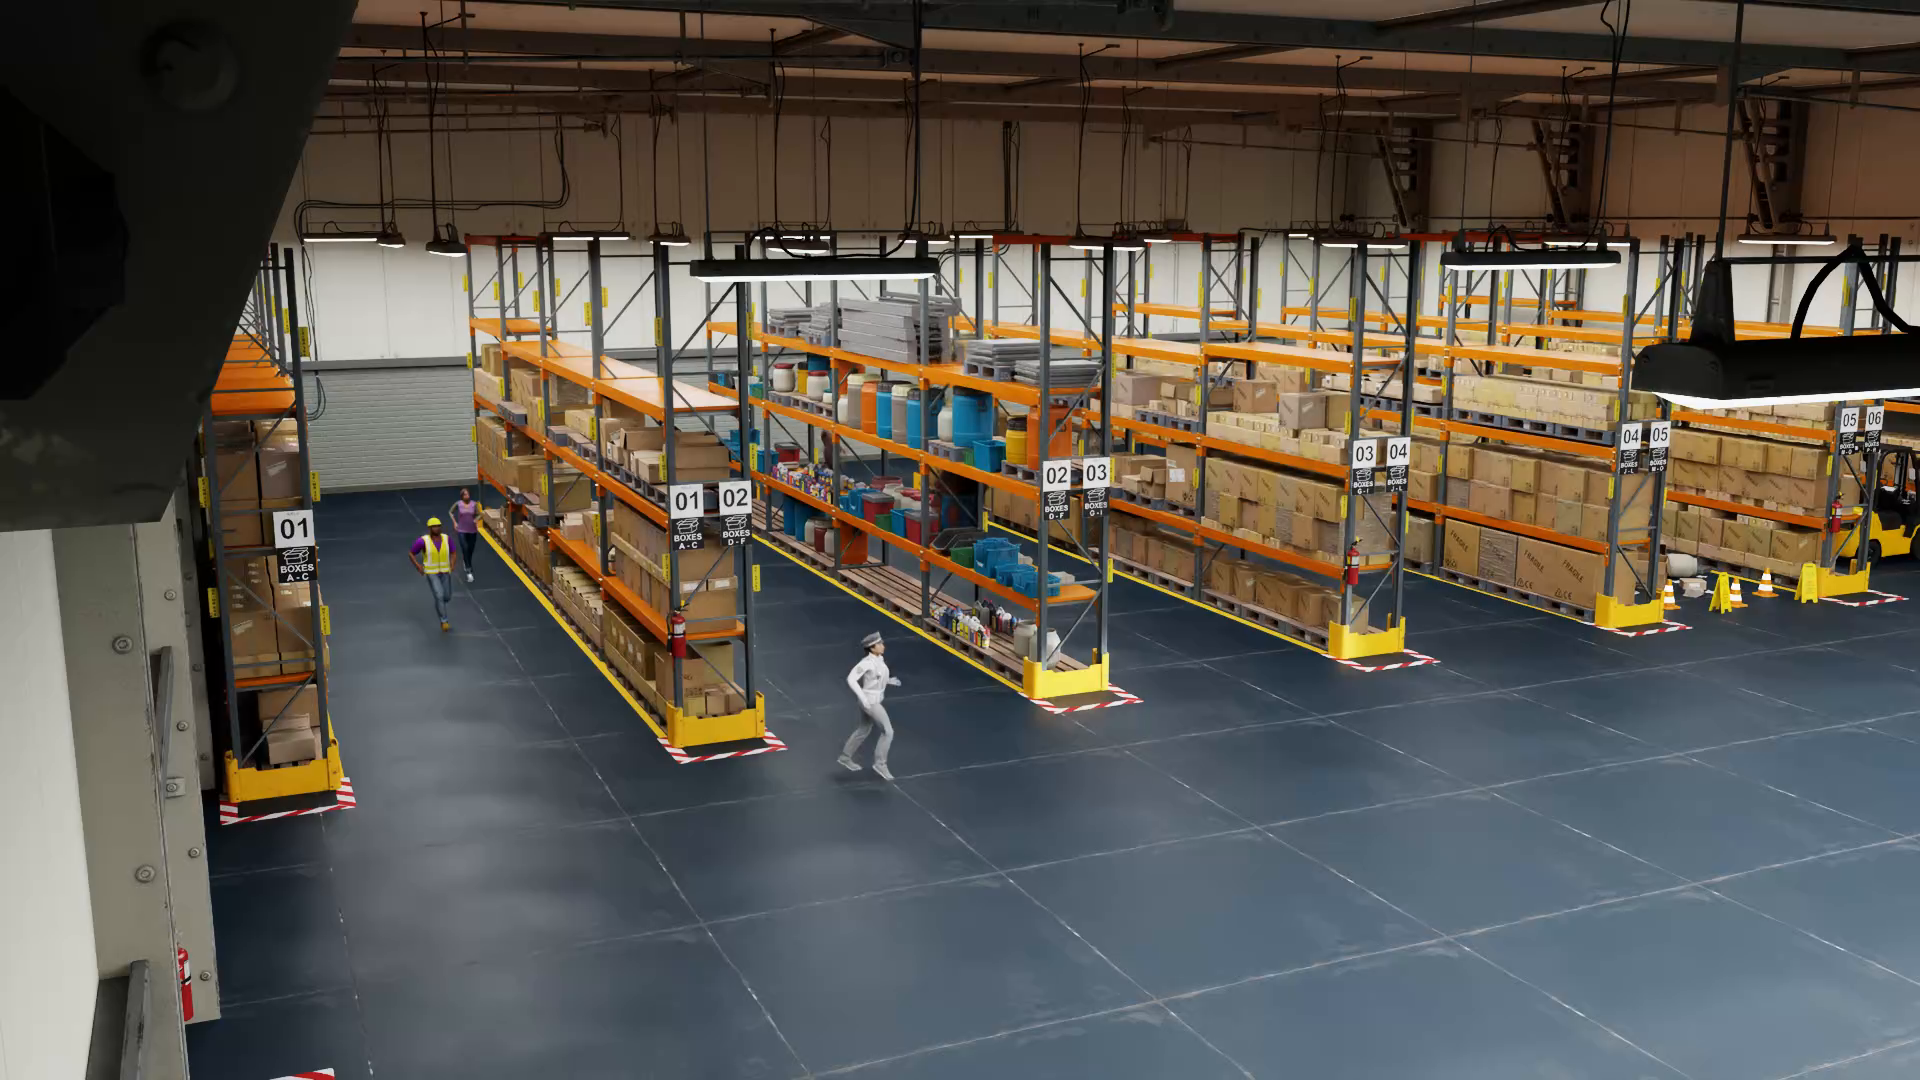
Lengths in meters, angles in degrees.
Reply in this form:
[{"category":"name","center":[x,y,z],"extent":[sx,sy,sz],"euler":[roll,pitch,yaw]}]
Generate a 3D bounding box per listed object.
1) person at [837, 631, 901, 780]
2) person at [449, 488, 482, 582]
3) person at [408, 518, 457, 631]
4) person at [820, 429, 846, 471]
[{"category":"person","center":[-1.031,1.885,19.014],"extent":[0.716,1.754,0.596],"euler":[1,11,7]},{"category":"person","center":[-8.750,-0.127,29.521],"extent":[0.539,1.613,0.871],"euler":[-6,12,-27]},{"category":"person","center":[-8.179,0.510,25.961],"extent":[0.732,1.737,0.810],"euler":[-8,13,-35]},{"category":"person","center":[-3.033,-2.024,39.042],"extent":[0.706,1.741,0.728],"euler":[-2,11,-10]}]
